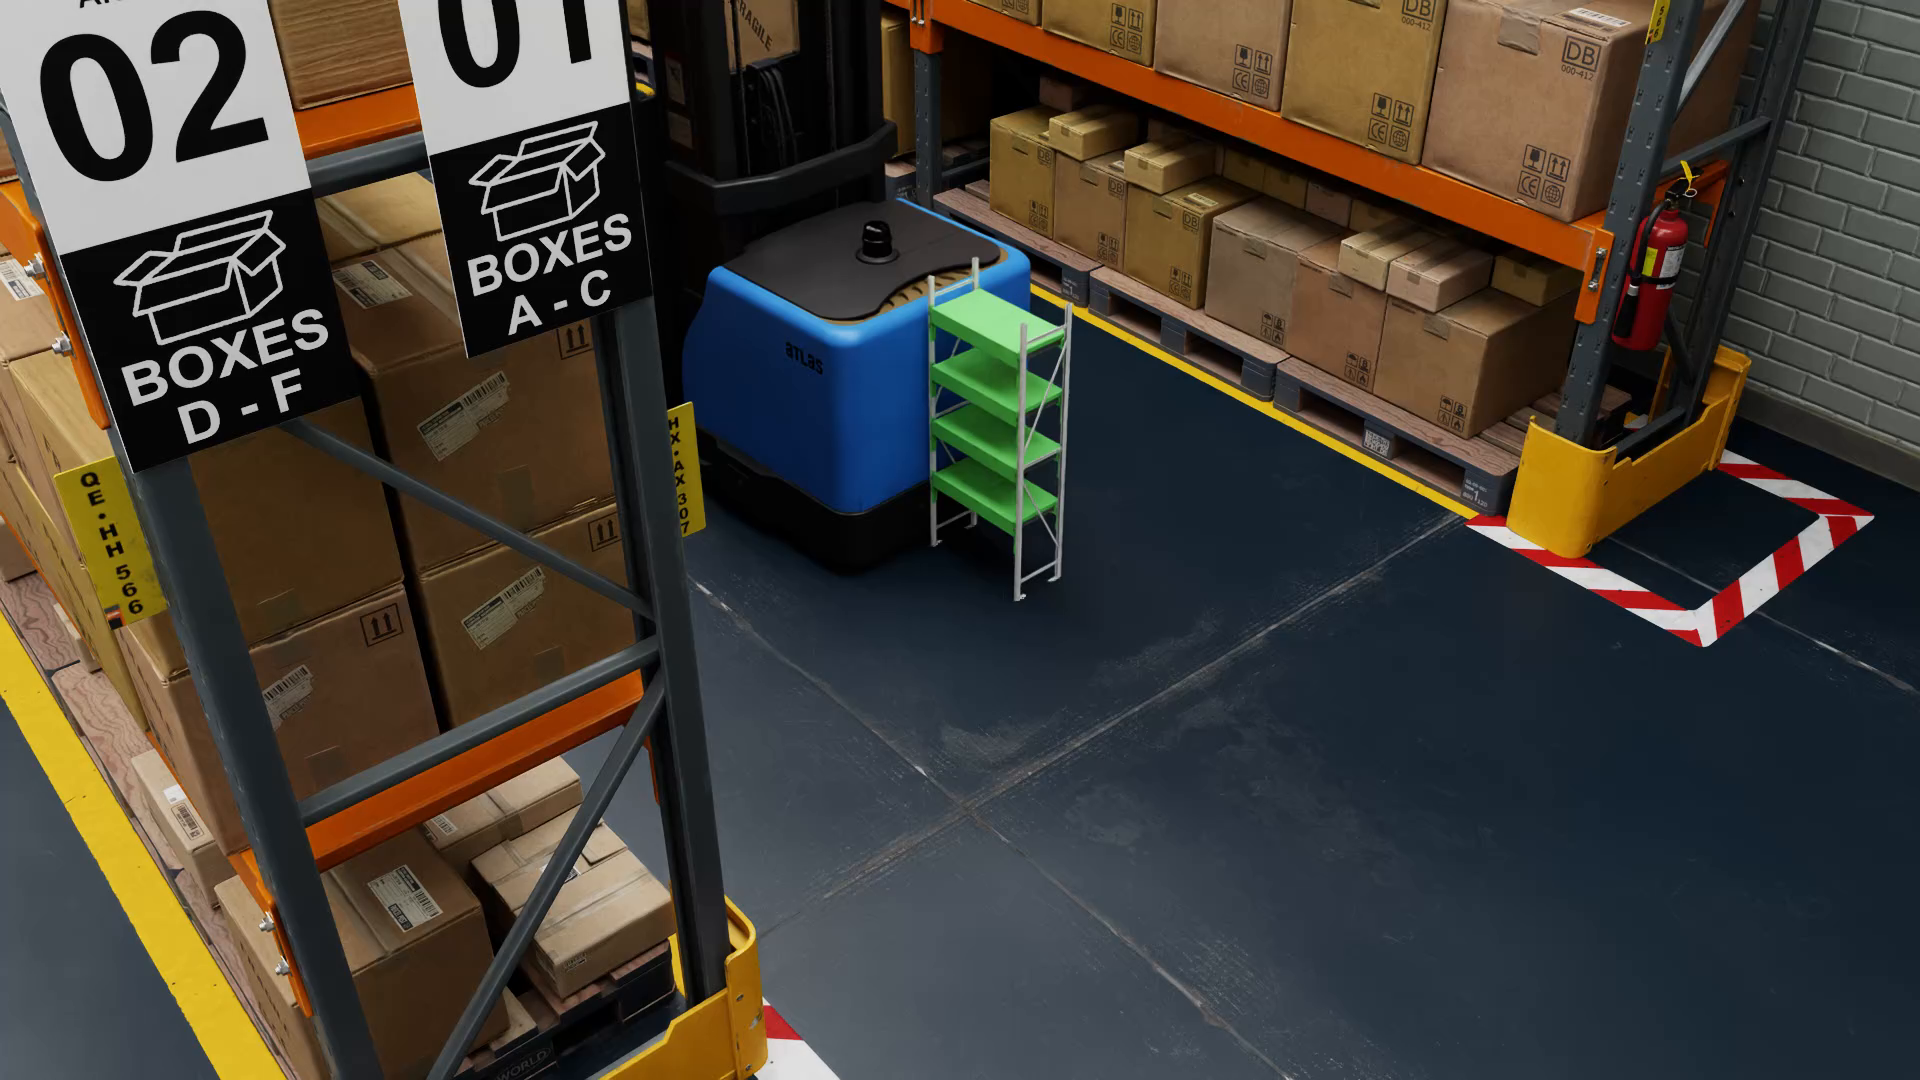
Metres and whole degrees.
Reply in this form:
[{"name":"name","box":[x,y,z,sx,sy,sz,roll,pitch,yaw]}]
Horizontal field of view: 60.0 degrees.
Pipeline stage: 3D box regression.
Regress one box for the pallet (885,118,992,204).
[{"name":"pallet","box":[-0.378,-2.378,9.925,1.003,0.211,1.213,-26,43,-32]}]

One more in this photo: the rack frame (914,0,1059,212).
[{"name":"rack frame","box":[0.177,-3.203,8.677,1.000,3.000,0.127,-26,43,-32]}]

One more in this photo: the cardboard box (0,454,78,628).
[{"name":"cardboard box","box":[-2.175,-0.175,4.315,0.500,0.500,0.500,-26,43,-31]}]

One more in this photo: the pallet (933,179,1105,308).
[{"name":"pallet","box":[0.608,-1.700,8.968,1.003,0.211,1.213,-26,43,-32]}]

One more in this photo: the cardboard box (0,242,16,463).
[{"name":"cardboard box","box":[-2.185,-0.581,4.023,0.500,0.500,0.500,-25,42,-31]}]

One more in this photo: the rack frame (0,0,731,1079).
[{"name":"rack frame","box":[-1.023,0.412,3.573,1.000,3.000,0.127,-26,43,-32]}]

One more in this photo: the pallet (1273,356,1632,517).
[{"name":"pallet","box":[2.183,-0.623,7.447,1.003,0.211,1.213,-26,43,-32]}]

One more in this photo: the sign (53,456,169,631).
[{"name":"sign","box":[-1.460,0.009,2.867,0.100,0.325,0.005,-26,43,-32]}]

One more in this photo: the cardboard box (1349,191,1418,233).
[{"name":"cardboard box","box":[1.975,-1.478,7.480,0.380,0.149,0.250,-26,43,-31]}]

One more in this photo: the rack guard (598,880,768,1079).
[{"name":"rack guard","box":[-1.072,1.399,4.343,1.175,0.500,0.348,-26,43,-32]}]

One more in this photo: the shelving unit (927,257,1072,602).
[{"name":"shelving unit","box":[0.139,-0.404,6.282,0.258,1.200,0.503,-27,44,-33]}]

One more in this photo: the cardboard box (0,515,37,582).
[{"name":"cardboard box","box":[-3.499,-0.170,6.341,0.500,0.311,0.500,-26,43,-32]}]

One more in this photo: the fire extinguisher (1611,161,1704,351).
[{"name":"fire extinguisher","box":[2.503,-1.015,5.977,0.296,0.674,0.183,-26,43,-32]}]

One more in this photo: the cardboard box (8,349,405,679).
[{"name":"cardboard box","box":[-1.520,-0.131,3.388,0.500,0.500,0.500,-26,43,-32]}]

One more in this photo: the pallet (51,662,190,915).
[{"name":"pallet","box":[-2.370,0.627,5.683,1.003,0.211,1.213,-26,43,-32]}]

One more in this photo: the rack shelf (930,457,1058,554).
[{"name":"rack shelf","box":[0.139,-0.156,6.458,0.258,0.148,0.480,-27,44,-33]}]

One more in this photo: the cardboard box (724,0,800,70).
[{"name":"cardboard box","box":[-0.917,-3.127,10.067,0.750,0.750,0.750,-25,42,-30]}]

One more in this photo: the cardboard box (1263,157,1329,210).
[{"name":"cardboard box","box":[1.644,-1.703,7.798,0.380,0.149,0.250,-26,43,-31]}]

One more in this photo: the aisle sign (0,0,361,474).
[{"name":"aisle sign","box":[-1.213,-0.504,2.618,0.394,0.787,0.004,-26,43,-32]}]

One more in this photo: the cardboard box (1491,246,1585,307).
[{"name":"cardboard box","box":[2.464,-1.144,7.009,0.380,0.149,0.250,-26,43,-31]}]

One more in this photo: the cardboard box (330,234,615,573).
[{"name":"cardboard box","box":[-1.108,-0.331,3.670,0.500,0.500,0.500,-25,42,-30]}]

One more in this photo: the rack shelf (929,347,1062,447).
[{"name":"rack shelf","box":[0.139,-0.548,6.180,0.258,0.148,0.480,-27,44,-33]}]

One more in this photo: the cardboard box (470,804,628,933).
[{"name":"cardboard box","box":[-1.192,0.965,4.862,0.380,0.166,0.250,-26,43,-32]}]

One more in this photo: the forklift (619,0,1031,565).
[{"name":"forklift","box":[-1.088,-1.854,6.832,1.130,2.935,3.031,-29,44,-34]}]

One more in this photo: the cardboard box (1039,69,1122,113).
[{"name":"cardboard box","box":[0.640,-2.389,8.766,0.380,0.149,0.250,-26,43,-32]}]

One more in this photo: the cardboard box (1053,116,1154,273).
[{"name":"cardboard box","box":[0.903,-1.763,8.443,0.700,0.500,0.500,-26,43,-32]}]

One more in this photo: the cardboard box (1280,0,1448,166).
[{"name":"cardboard box","box":[1.944,-2.098,6.858,0.980,0.700,0.700,-26,43,-32]}]

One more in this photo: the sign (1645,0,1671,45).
[{"name":"sign","box":[2.335,-1.810,5.504,0.100,0.325,0.005,-26,43,-32]}]

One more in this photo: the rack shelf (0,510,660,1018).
[{"name":"rack shelf","box":[-2.314,-0.177,5.028,1.077,0.370,4.000,-26,43,-32]}]

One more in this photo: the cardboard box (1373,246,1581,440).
[{"name":"cardboard box","box":[2.231,-0.860,7.169,0.700,0.500,0.500,-26,43,-32]}]

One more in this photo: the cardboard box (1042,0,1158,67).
[{"name":"cardboard box","box":[0.982,-2.756,7.786,0.980,0.700,0.700,-27,43,-33]}]

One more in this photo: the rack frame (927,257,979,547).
[{"name":"rack frame","box":[-0.024,-0.509,6.430,0.240,1.200,0.015,-27,44,-33]}]

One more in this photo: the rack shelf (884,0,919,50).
[{"name":"rack shelf","box":[-1.113,-3.793,10.132,1.077,0.370,4.000,-26,43,-32]}]

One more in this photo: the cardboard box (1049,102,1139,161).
[{"name":"cardboard box","box":[0.663,-2.032,8.261,0.380,0.149,0.250,-24,42,-30]}]

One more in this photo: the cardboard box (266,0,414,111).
[{"name":"cardboard box","box":[-1.160,-1.072,3.203,0.500,0.250,0.500,-26,43,-32]}]

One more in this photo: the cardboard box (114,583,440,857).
[{"name":"cardboard box","box":[-1.520,0.275,3.680,0.500,0.500,0.500,-25,42,-30]}]

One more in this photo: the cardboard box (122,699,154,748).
[{"name":"cardboard box","box":[-2.388,0.313,5.492,0.797,0.503,0.637,-26,43,-32]}]

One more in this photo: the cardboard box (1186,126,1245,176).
[{"name":"cardboard box","box":[1.314,-1.929,8.117,0.380,0.149,0.250,-26,43,-31]}]

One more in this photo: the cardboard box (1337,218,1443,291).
[{"name":"cardboard box","box":[1.843,-1.226,7.124,0.380,0.149,0.250,-25,42,-31]}]

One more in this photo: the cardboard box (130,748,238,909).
[{"name":"cardboard box","box":[-2.152,0.776,5.058,0.500,0.250,0.500,-26,43,-32]}]

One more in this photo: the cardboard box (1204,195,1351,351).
[{"name":"cardboard box","box":[1.583,-1.303,7.794,0.700,0.500,0.500,-28,44,-33]}]
